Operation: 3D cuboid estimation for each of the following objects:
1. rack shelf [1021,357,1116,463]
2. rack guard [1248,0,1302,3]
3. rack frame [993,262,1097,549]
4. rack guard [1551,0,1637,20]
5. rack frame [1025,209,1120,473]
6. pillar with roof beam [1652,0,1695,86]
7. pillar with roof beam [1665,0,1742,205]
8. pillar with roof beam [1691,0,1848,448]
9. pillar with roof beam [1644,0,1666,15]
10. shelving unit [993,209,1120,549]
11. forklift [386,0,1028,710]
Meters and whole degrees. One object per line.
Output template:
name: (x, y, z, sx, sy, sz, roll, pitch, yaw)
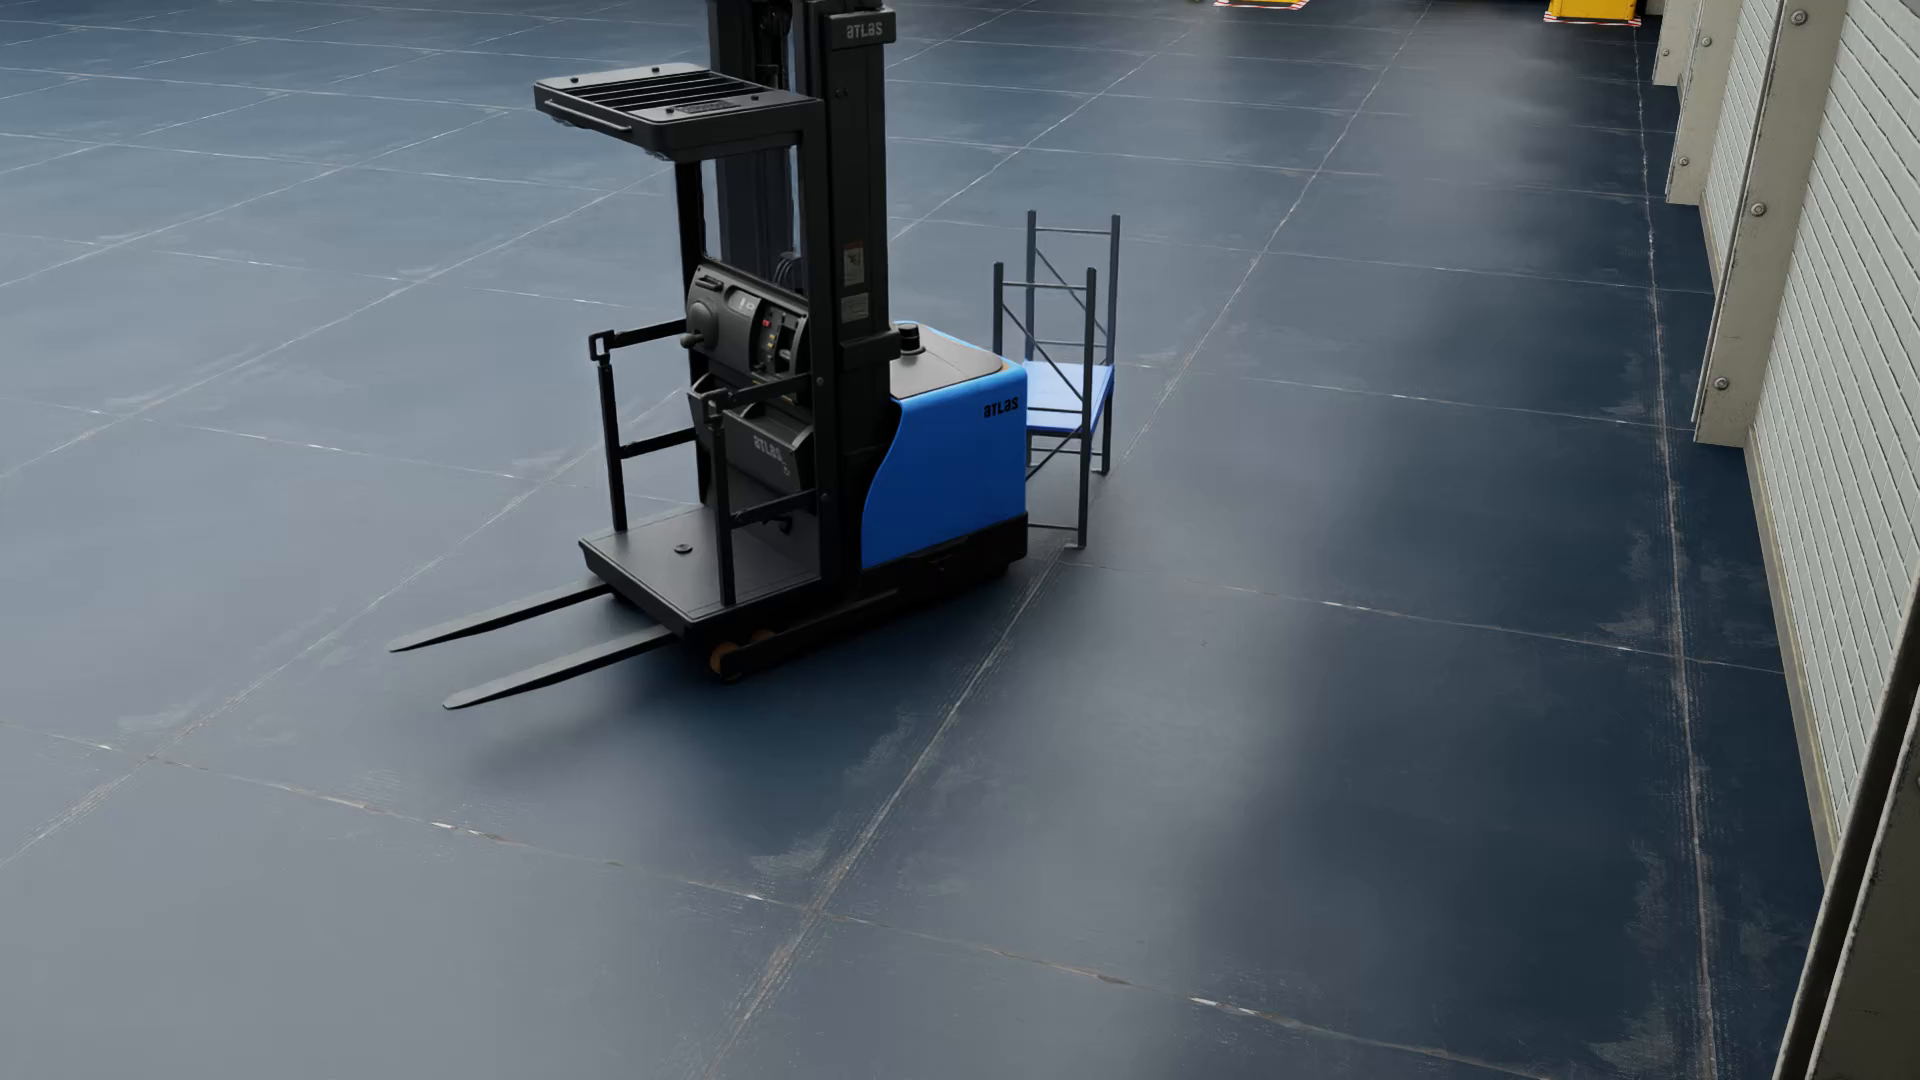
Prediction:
rack shelf: (0.512, -0.711, 8.910, 0.538, 0.185, 1.000, 5, 26, 10)
rack guard: (4.862, -8.863, 26.482, 1.175, 0.500, 0.348, 9, 27, 17)
rack frame: (0.411, -0.656, 8.383, 0.500, 1.500, 0.032, 5, 26, 10)
rack guard: (9.511, -8.104, 24.914, 1.175, 0.500, 0.348, 9, 27, 17)
rack frame: (0.612, -1.090, 9.281, 0.500, 1.500, 0.032, 5, 26, 10)
pillar with roof beam: (4.544, -10.253, 19.600, 9.100, 9.000, 0.400, 9, 27, 17)
pillar with roof beam: (2.548, -7.787, 14.507, 9.100, 9.000, 0.400, 9, 27, 17)
pillar with roof beam: (0.551, -5.322, 9.415, 9.100, 9.000, 0.400, 9, 27, 17)
pillar with roof beam: (6.541, -12.719, 24.692, 9.100, 9.000, 0.400, 9, 27, 17)
shelving unit: (0.512, -0.873, 8.832, 0.538, 1.500, 1.048, 5, 26, 10)
forklift: (-1.124, -0.951, 7.352, 3.031, 2.935, 1.130, -19, 32, -34)
